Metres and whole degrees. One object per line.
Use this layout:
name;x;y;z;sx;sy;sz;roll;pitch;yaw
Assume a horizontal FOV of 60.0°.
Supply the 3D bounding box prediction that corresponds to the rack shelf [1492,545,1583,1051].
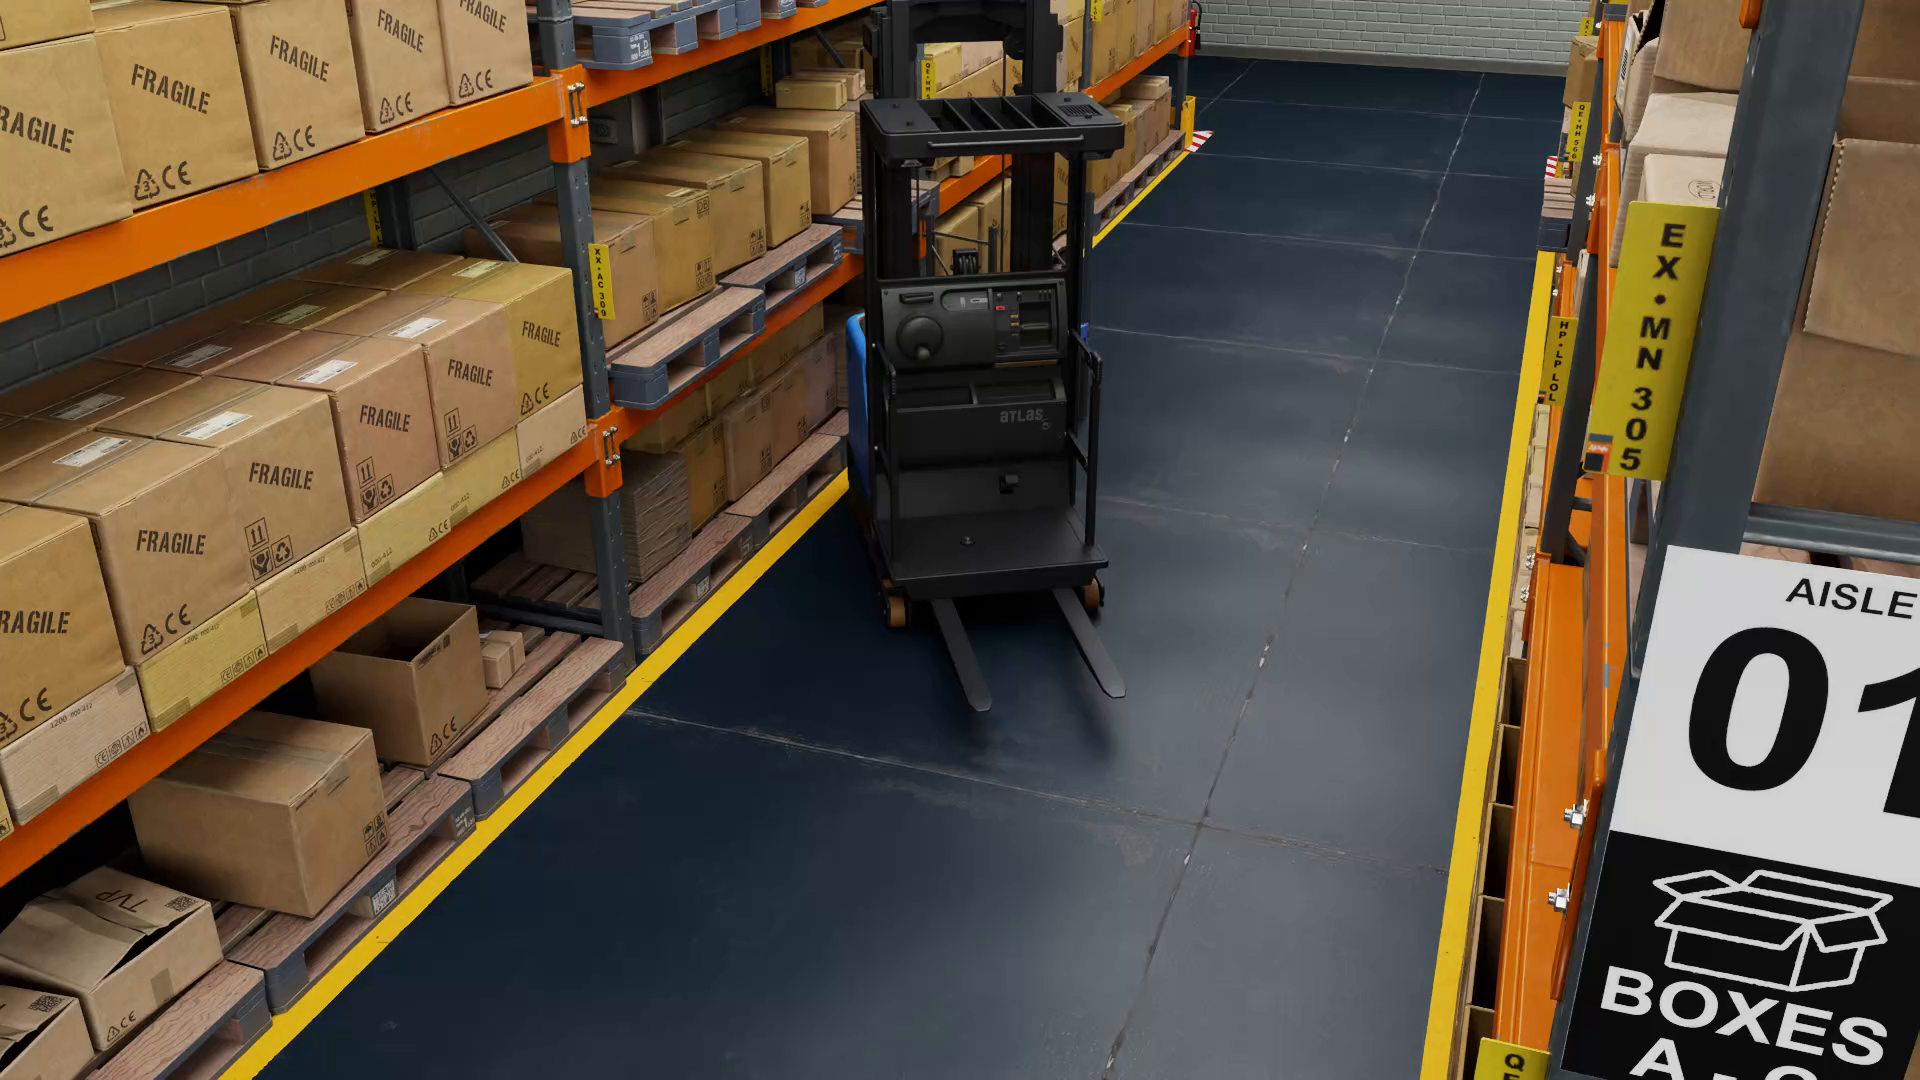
rack shelf;1.962;1.077;4.409;1.077;0.370;4.000;9;27;17

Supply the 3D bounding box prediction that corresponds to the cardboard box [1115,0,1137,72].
cardboard box;1.061;-4.728;15.228;0.980;0.700;0.700;8;27;16

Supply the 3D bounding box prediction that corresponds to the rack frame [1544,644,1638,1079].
rack frame;1.297;1.575;2.555;1.000;3.000;0.127;9;27;17

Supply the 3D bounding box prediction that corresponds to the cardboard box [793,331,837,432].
cardboard box;-1.185;-1.004;10.245;0.700;0.500;0.500;9;27;17

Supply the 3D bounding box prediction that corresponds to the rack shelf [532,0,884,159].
rack shelf;-1.379;-2.634;8.631;1.077;0.370;4.000;9;27;17

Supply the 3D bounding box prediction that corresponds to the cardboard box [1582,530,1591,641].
cardboard box;2.486;0.070;5.549;0.700;0.500;0.500;8;27;16

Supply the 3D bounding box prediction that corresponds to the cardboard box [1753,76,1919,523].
cardboard box;1.492;-0.309;2.243;0.797;0.503;0.637;11;28;21

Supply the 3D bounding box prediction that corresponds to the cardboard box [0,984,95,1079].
cardboard box;-3.061;1.599;5.086;0.500;0.311;0.500;6;26;12

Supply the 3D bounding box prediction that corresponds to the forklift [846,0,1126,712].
forklift;0.117;-1.051;8.058;1.130;2.935;3.031;-5;26;-10

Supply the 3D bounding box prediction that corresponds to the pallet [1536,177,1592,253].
pallet;4.118;-1.915;9.983;1.213;0.211;1.003;9;27;17

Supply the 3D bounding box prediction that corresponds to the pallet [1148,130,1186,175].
pallet;1.756;-4.122;17.521;1.003;0.211;1.213;9;27;17

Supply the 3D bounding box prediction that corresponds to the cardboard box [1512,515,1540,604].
cardboard box;2.828;0.100;7.631;0.500;0.311;0.500;9;27;17

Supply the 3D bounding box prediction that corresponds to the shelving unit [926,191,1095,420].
shelving unit;0.313;-1.355;10.328;0.538;1.500;1.048;18;31;33

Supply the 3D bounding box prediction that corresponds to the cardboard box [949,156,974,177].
cardboard box;-0.125;-2.626;11.497;0.380;0.149;0.250;10;27;19

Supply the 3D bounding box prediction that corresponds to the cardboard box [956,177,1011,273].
cardboard box;-0.048;-2.293;12.529;0.750;0.750;0.750;9;27;17

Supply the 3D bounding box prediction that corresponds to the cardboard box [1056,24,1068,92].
cardboard box;0.541;-3.824;13.226;0.500;0.500;0.500;9;27;18

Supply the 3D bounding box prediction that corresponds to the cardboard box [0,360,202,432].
cardboard box;-2.907;-0.271;5.656;0.500;0.500;0.500;9;27;18

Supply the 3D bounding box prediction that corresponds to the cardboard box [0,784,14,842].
cardboard box;-2.914;0.762;4.383;0.500;0.250;0.500;8;27;16

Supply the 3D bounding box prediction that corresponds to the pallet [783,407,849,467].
pallet;-0.975;-0.853;10.770;1.003;0.211;1.213;9;27;17

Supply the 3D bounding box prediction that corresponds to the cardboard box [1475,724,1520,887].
cardboard box;2.019;0.994;5.567;0.500;0.500;0.500;9;27;17

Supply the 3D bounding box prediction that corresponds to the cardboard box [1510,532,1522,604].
cardboard box;3.003;0.141;8.191;0.500;0.250;0.500;9;27;18

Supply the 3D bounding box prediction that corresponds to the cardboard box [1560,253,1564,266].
cardboard box;4.400;-1.986;11.413;0.500;0.250;0.500;8;27;16

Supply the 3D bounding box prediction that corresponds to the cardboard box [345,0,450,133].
cardboard box;-2.160;-1.740;5.822;0.500;0.500;0.500;6;27;13

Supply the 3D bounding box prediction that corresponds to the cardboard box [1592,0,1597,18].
cardboard box;5.214;-4.097;13.007;0.500;0.500;0.500;9;27;18

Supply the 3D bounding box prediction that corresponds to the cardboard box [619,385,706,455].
cardboard box;-1.672;-0.682;8.720;0.500;0.250;0.500;8;27;16

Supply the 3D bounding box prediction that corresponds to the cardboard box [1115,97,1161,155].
cardboard box;1.643;-4.273;17.020;0.700;0.500;0.500;9;27;17

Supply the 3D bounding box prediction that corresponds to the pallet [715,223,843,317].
pallet;-1.334;-1.524;9.175;1.003;0.211;1.213;9;27;17

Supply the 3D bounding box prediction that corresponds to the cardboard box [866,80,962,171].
cardboard box;-0.311;-2.780;11.070;0.500;0.500;0.500;10;27;19

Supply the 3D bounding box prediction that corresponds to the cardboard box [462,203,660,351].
cardboard box;-1.843;-1.233;7.734;0.700;0.500;0.500;9;27;18

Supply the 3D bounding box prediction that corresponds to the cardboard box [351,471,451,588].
cardboard box;-2.243;-0.076;6.114;0.500;0.250;0.500;9;27;17

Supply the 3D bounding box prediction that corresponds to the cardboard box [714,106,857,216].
cardboard box;-1.021;-2.244;9.823;0.700;0.500;0.500;6;27;13

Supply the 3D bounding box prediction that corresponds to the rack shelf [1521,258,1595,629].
rack shelf;3.293;-0.567;7.804;1.077;0.370;4.000;9;27;17

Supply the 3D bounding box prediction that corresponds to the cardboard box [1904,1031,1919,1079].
cardboard box;1.482;0.734;2.688;0.700;0.500;0.500;9;27;18

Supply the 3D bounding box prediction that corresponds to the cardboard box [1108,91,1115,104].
cardboard box;1.327;-4.435;16.611;0.380;0.149;0.250;9;27;18

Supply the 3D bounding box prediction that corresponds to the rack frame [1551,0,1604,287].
rack frame;5.290;-3.356;12.740;1.000;3.000;0.127;9;27;17

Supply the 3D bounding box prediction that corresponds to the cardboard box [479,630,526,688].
cardboard box;-2.194;0.516;7.489;0.380;0.166;0.250;5;26;11

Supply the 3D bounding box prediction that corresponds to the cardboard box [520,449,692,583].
cardboard box;-1.815;-0.163;8.509;0.700;0.500;0.500;10;27;19

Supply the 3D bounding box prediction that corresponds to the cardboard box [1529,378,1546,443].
cardboard box;3.508;-0.744;9.374;0.500;0.311;0.500;10;27;19

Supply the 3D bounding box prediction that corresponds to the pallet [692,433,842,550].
pallet;-1.383;-0.354;9.738;1.003;0.211;1.213;9;27;17

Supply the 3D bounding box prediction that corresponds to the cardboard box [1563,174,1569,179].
cardboard box;5.212;-2.704;13.757;0.500;0.500;0.500;9;27;17

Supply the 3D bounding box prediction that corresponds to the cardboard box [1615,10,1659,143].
cardboard box;2.032;-1.240;4.387;0.500;0.311;0.500;7;27;15

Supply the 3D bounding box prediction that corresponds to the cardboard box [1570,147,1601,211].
cardboard box;4.062;-2.222;9.800;0.700;0.500;0.500;0;26;0

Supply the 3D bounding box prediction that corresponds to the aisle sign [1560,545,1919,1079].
aisle sign;0.998;0.389;2.020;0.394;0.787;0.004;9;27;17

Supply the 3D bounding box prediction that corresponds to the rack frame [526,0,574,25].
rack frame;-2.045;-3.486;6.123;1.000;3.000;0.127;9;27;17

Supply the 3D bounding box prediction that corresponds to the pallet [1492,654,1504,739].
pallet;2.836;0.878;7.194;1.003;0.211;1.213;9;27;17

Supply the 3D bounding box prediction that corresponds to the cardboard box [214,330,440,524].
cardboard box;-2.249;-0.414;5.952;0.500;0.500;0.500;8;27;16

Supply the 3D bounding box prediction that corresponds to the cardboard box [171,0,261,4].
cardboard box;-2.292;-1.952;5.111;0.500;0.500;0.500;8;27;16

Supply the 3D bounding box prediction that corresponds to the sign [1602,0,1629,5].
sign;2.113;-1.868;5.269;0.100;0.325;0.005;9;27;17

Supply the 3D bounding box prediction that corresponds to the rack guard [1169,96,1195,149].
rack guard;1.957;-4.602;18.180;1.175;0.500;0.348;9;27;17

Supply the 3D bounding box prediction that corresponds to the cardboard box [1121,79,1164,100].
cardboard box;1.855;-4.586;16.922;0.380;0.149;0.250;9;27;19

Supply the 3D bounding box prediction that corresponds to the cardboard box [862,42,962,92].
cardboard box;-0.310;-3.116;10.903;0.500;0.250;0.500;9;27;19

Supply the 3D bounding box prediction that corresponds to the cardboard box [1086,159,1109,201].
cardboard box;0.963;-3.429;15.278;0.700;0.500;0.500;9;27;18

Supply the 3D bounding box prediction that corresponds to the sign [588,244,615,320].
sign;-1.530;-1.100;7.086;0.100;0.325;0.005;9;27;17

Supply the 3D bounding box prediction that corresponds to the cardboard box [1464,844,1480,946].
cardboard box;2.016;1.331;5.732;0.500;0.250;0.500;9;27;17
